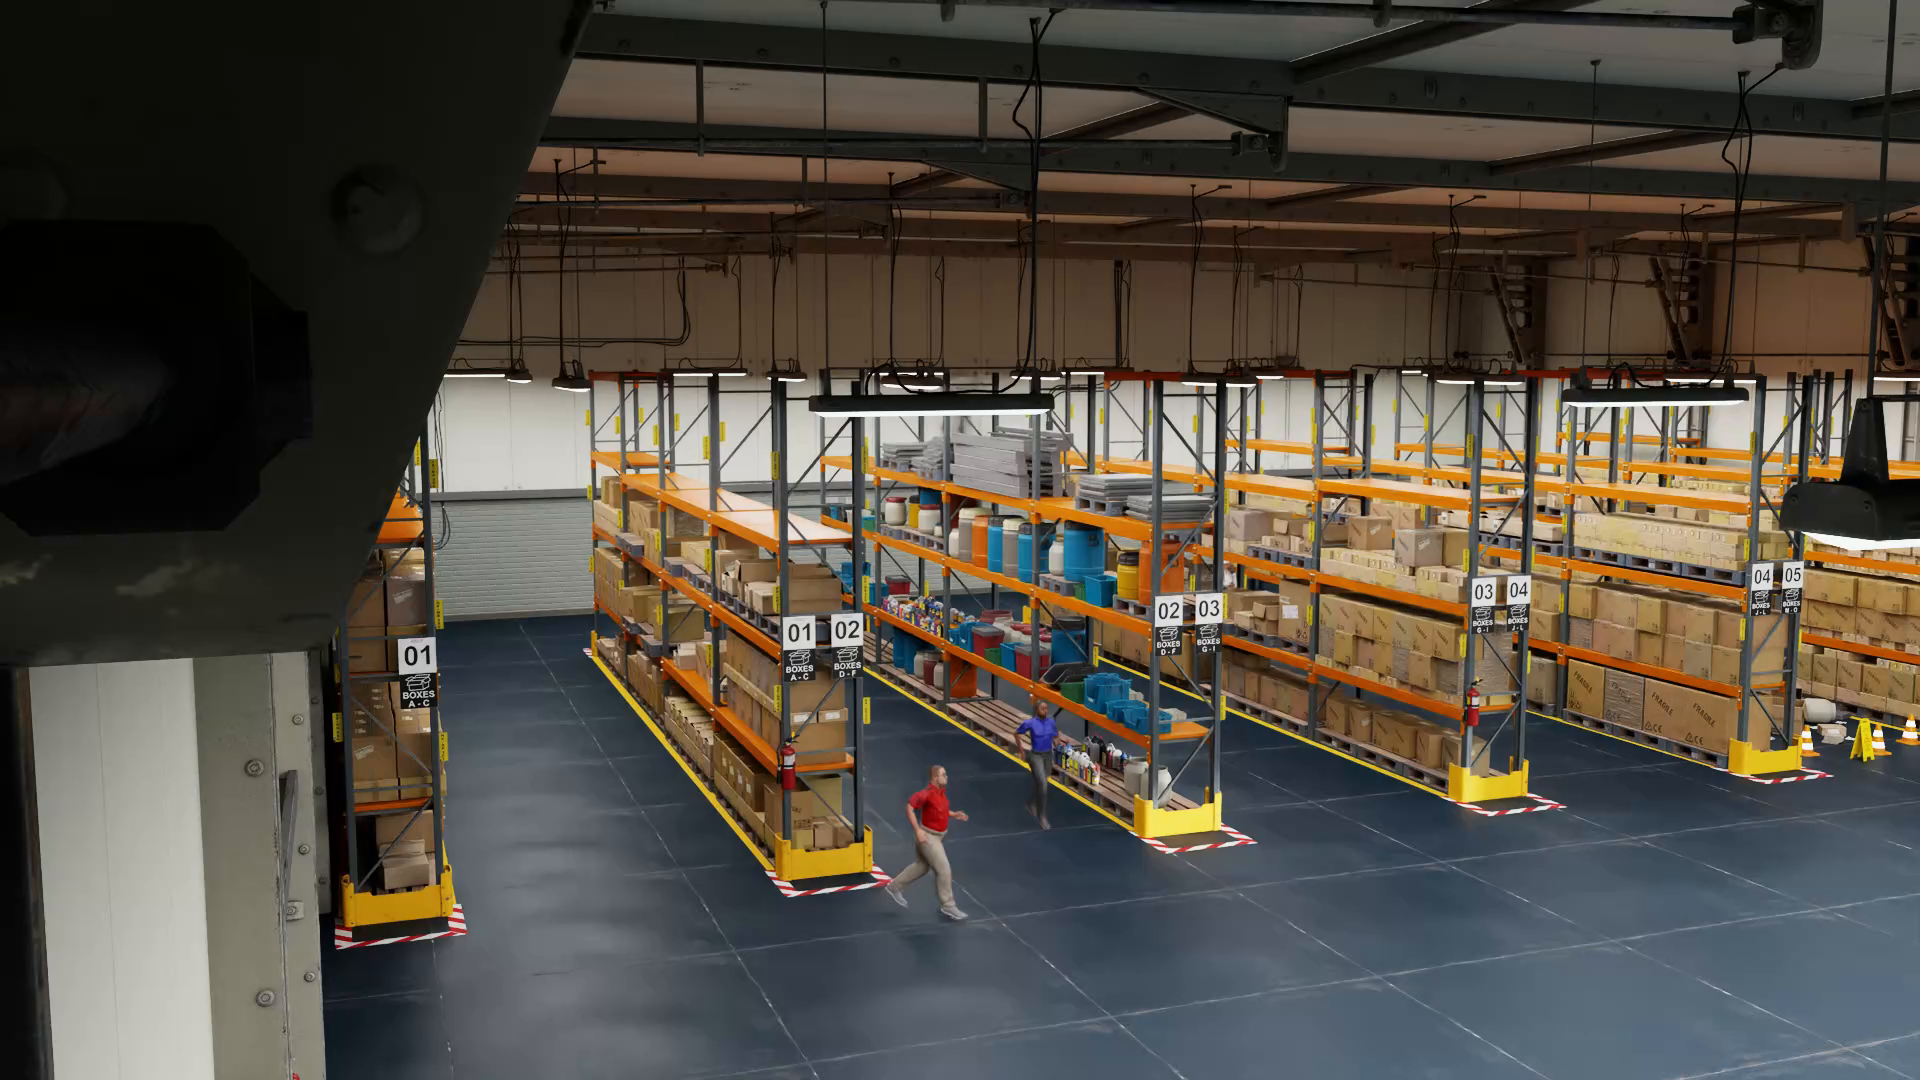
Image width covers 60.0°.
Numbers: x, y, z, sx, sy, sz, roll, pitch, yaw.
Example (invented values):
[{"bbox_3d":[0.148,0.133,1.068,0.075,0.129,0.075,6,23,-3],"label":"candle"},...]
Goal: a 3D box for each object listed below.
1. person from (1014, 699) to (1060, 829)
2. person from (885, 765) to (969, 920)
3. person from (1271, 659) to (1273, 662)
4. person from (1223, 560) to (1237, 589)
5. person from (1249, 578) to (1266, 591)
[{"bbox_3d":[1.074,3.004,22.481,0.548,1.720,0.763,-4,8,-34],"label":"person"},{"bbox_3d":[-0.380,3.390,18.778,0.986,1.741,0.613,1,6,9],"label":"person"},{"bbox_3d":[6.070,1.823,33.319,0.595,1.624,0.658,-4,7,-29],"label":"person"},{"bbox_3d":[6.019,1.283,37.385,0.665,1.820,0.905,-2,7,-18],"label":"person"},{"bbox_3d":[7.519,0.874,41.842,0.661,1.642,0.535,-3,7,-21],"label":"person"}]
